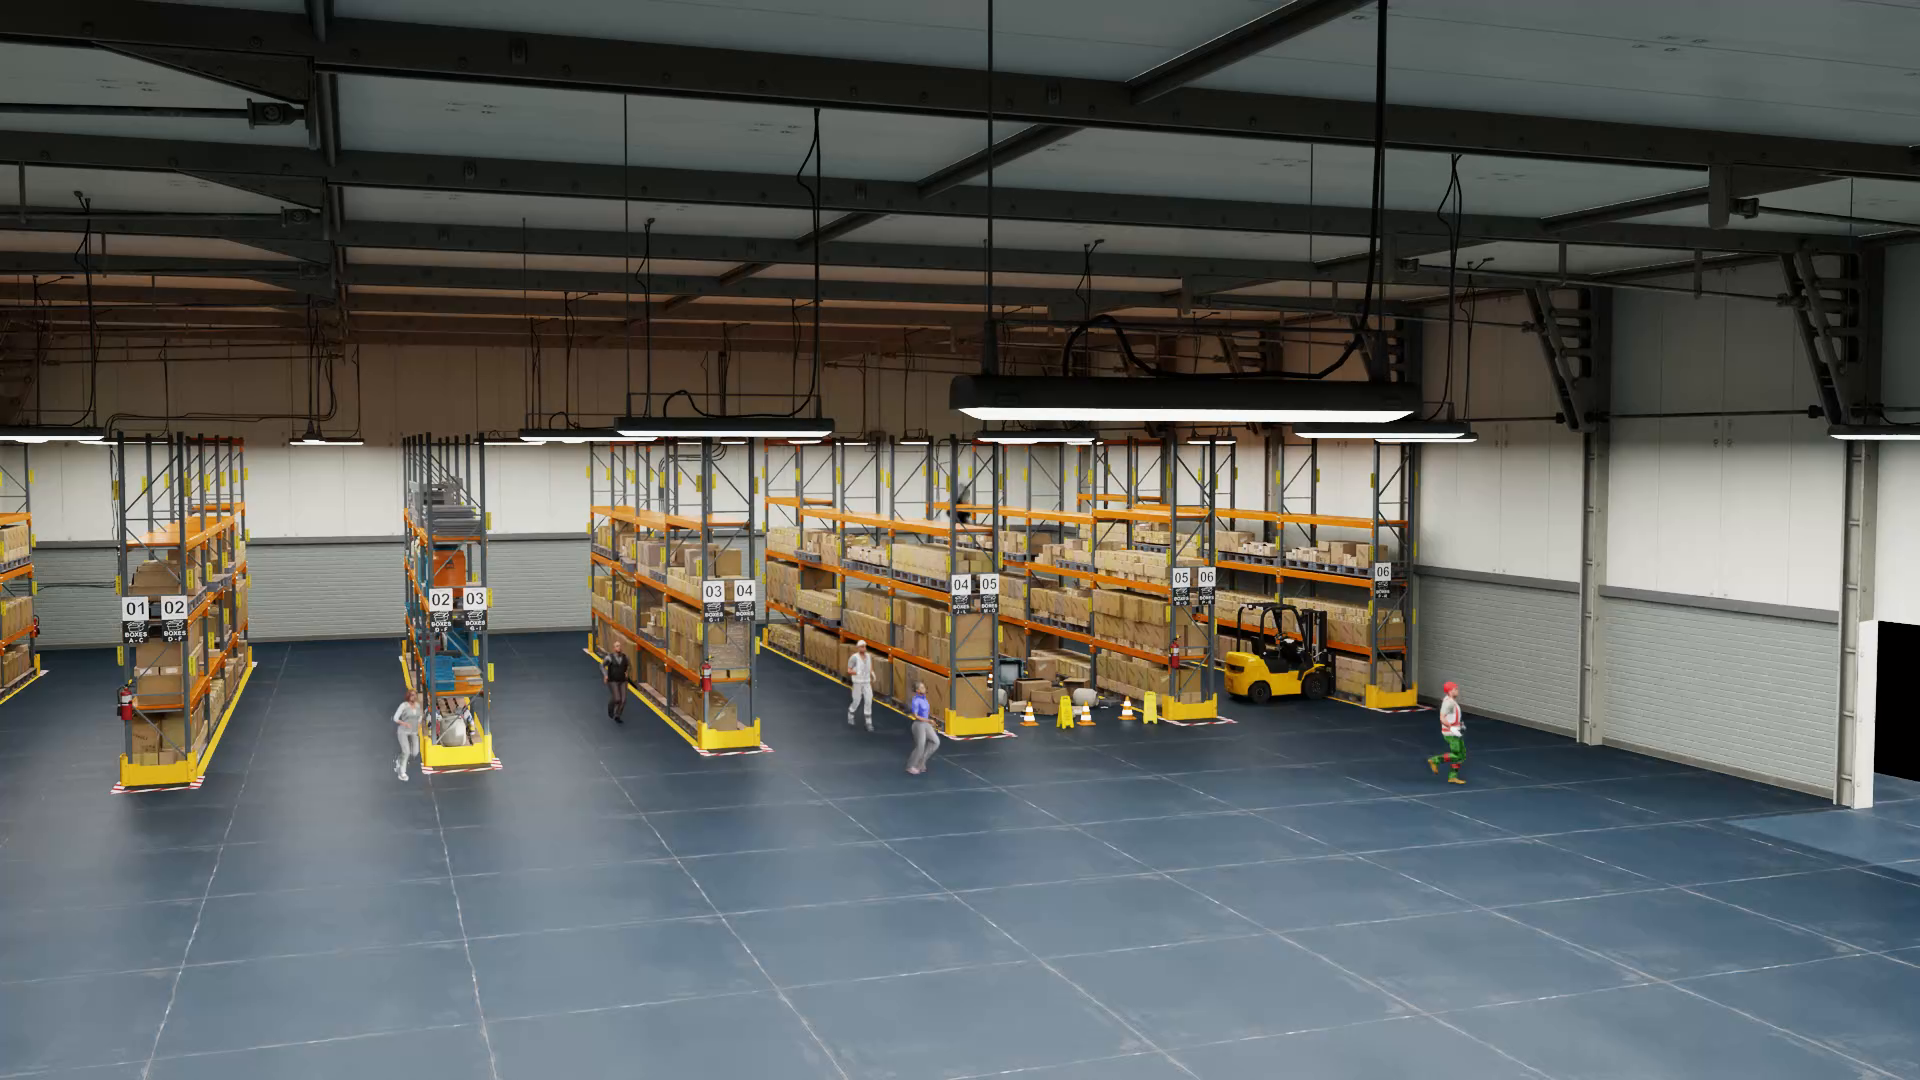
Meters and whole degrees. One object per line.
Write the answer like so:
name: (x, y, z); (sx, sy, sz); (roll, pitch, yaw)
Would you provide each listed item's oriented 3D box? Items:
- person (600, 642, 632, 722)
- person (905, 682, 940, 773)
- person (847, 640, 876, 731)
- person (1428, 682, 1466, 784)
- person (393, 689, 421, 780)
person: (-7.108, 2.965, 34.591); (0.650, 1.682, 0.566); (-2, 4, -30)
person: (-0.660, 3.289, 29.213); (0.617, 1.614, 0.589); (1, 3, 22)
person: (-2.009, 2.945, 33.885); (0.681, 1.829, 0.830); (-2, 4, -31)
person: (8.327, 3.284, 28.377); (0.624, 1.742, 0.660); (1, 3, 22)
person: (-9.543, 3.362, 28.823); (0.579, 1.549, 0.563); (3, 4, 41)
